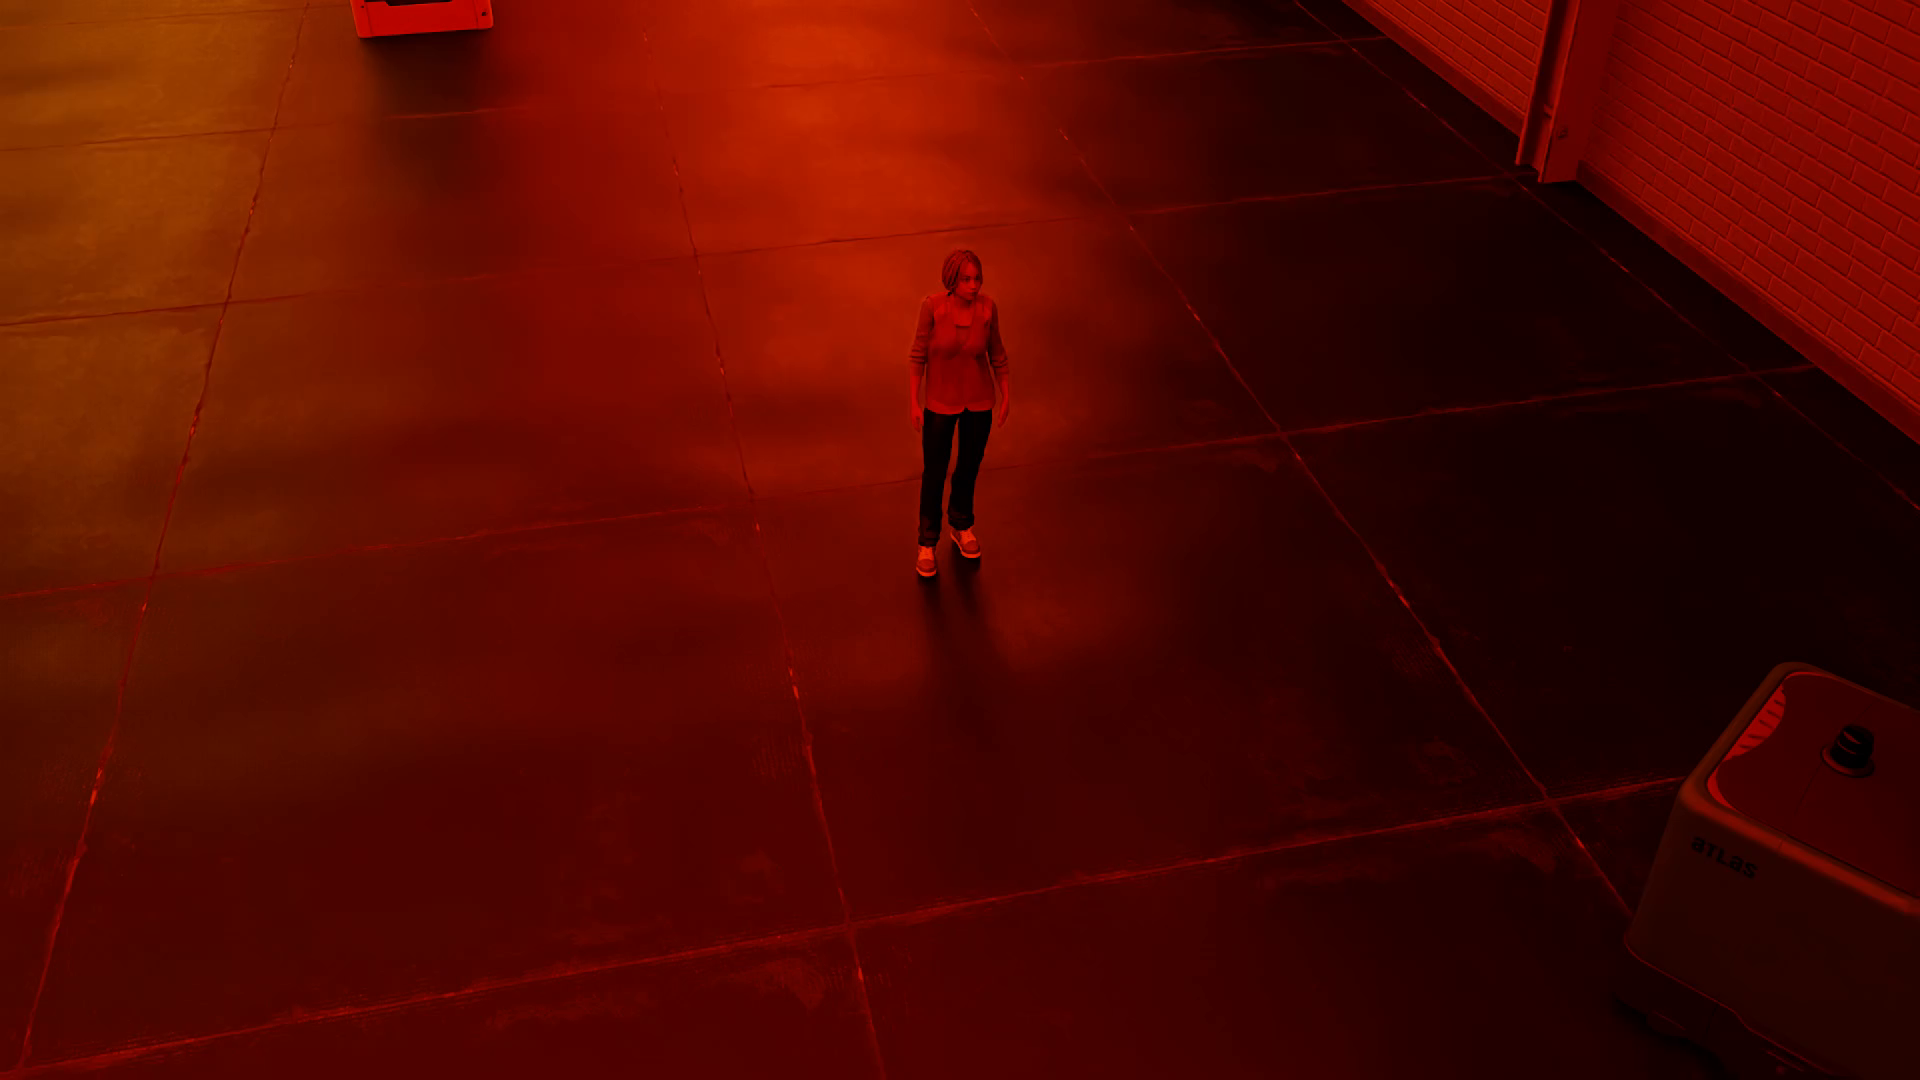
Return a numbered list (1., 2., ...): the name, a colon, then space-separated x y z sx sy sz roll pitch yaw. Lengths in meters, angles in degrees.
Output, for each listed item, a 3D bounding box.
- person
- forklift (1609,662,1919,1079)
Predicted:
1. person: 0.003 -0.604 8.031 0.520 1.585 0.473 -8 36 -11
2. forklift: 3.834 0.891 4.813 3.031 2.935 1.130 28 44 33
